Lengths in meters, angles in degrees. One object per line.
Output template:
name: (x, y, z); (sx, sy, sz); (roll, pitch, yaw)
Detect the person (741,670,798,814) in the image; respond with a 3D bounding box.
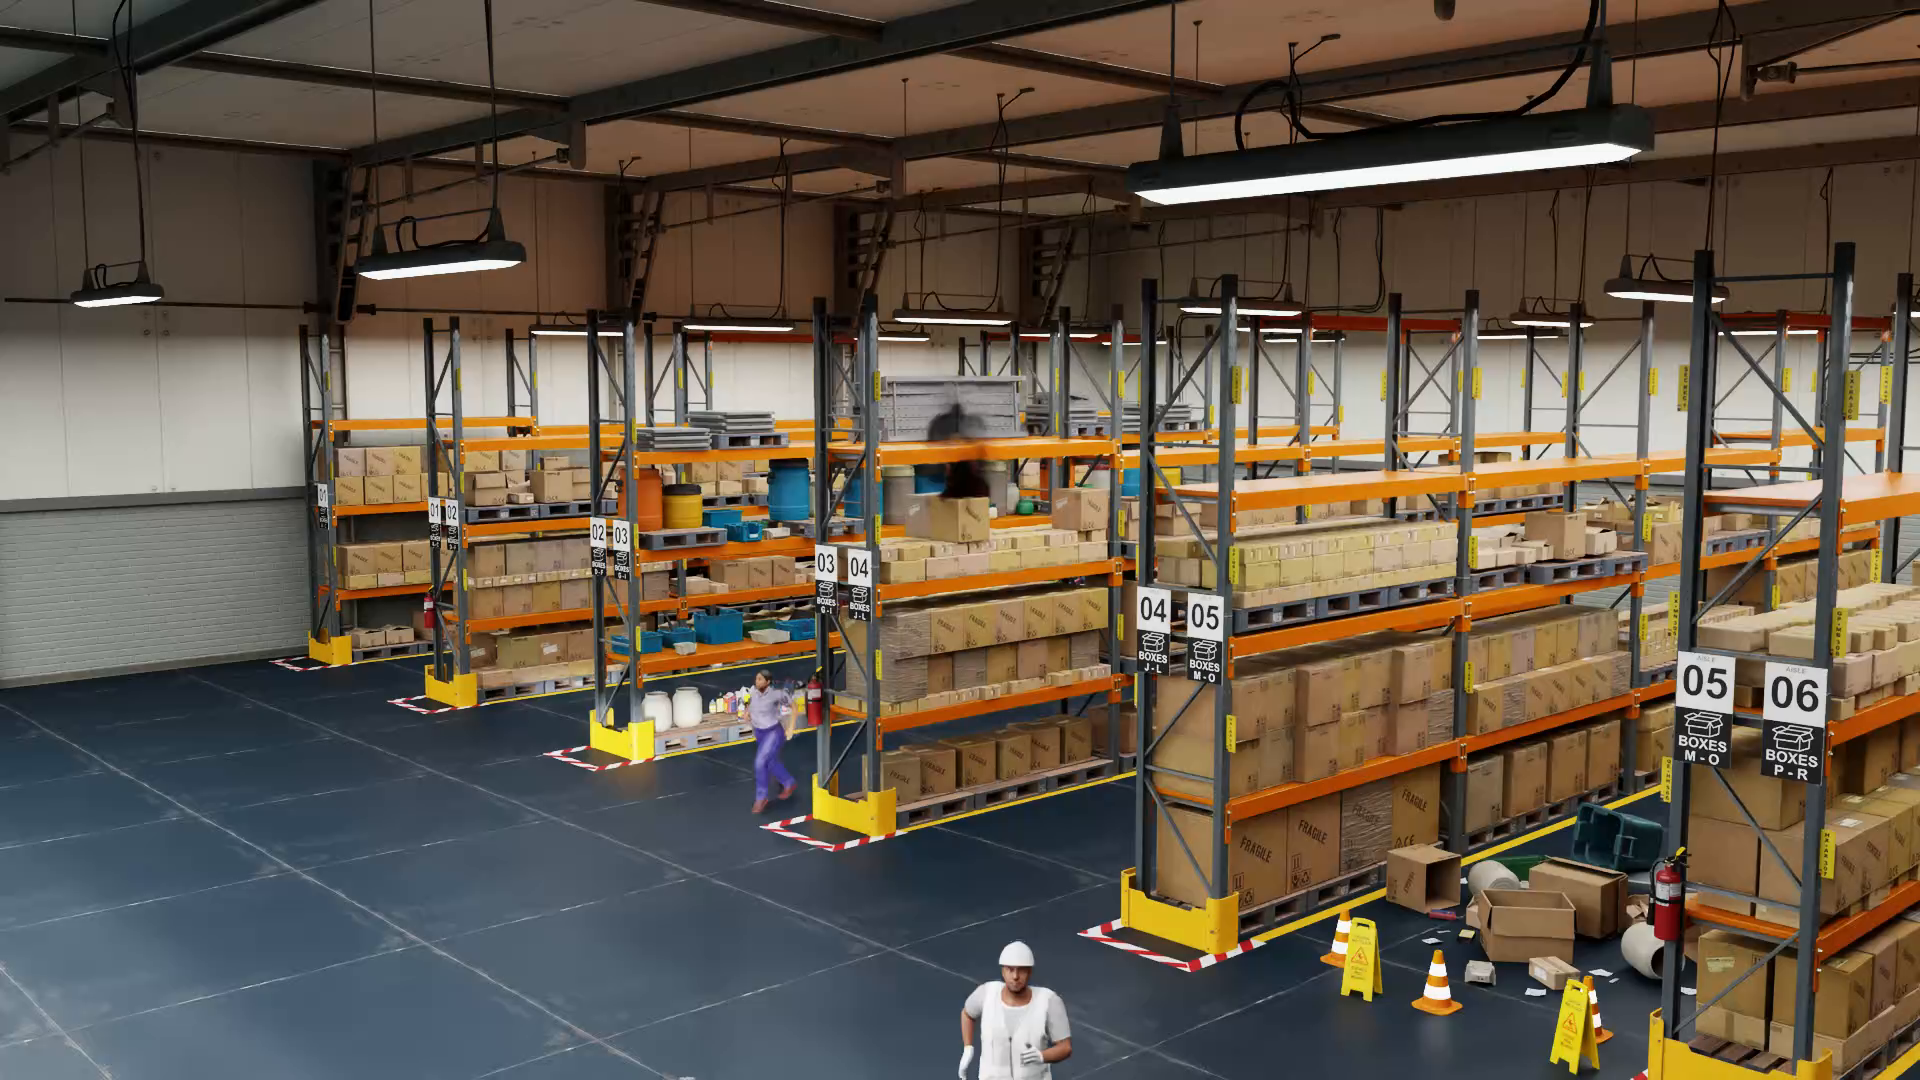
person: (-2.250, 2.368, 19.821); (0.820, 1.688, 0.623); (-5, 8, -43)

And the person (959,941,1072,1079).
person: (0.323, 3.272, 9.845); (0.666, 1.826, 0.857); (0, 6, 3)
